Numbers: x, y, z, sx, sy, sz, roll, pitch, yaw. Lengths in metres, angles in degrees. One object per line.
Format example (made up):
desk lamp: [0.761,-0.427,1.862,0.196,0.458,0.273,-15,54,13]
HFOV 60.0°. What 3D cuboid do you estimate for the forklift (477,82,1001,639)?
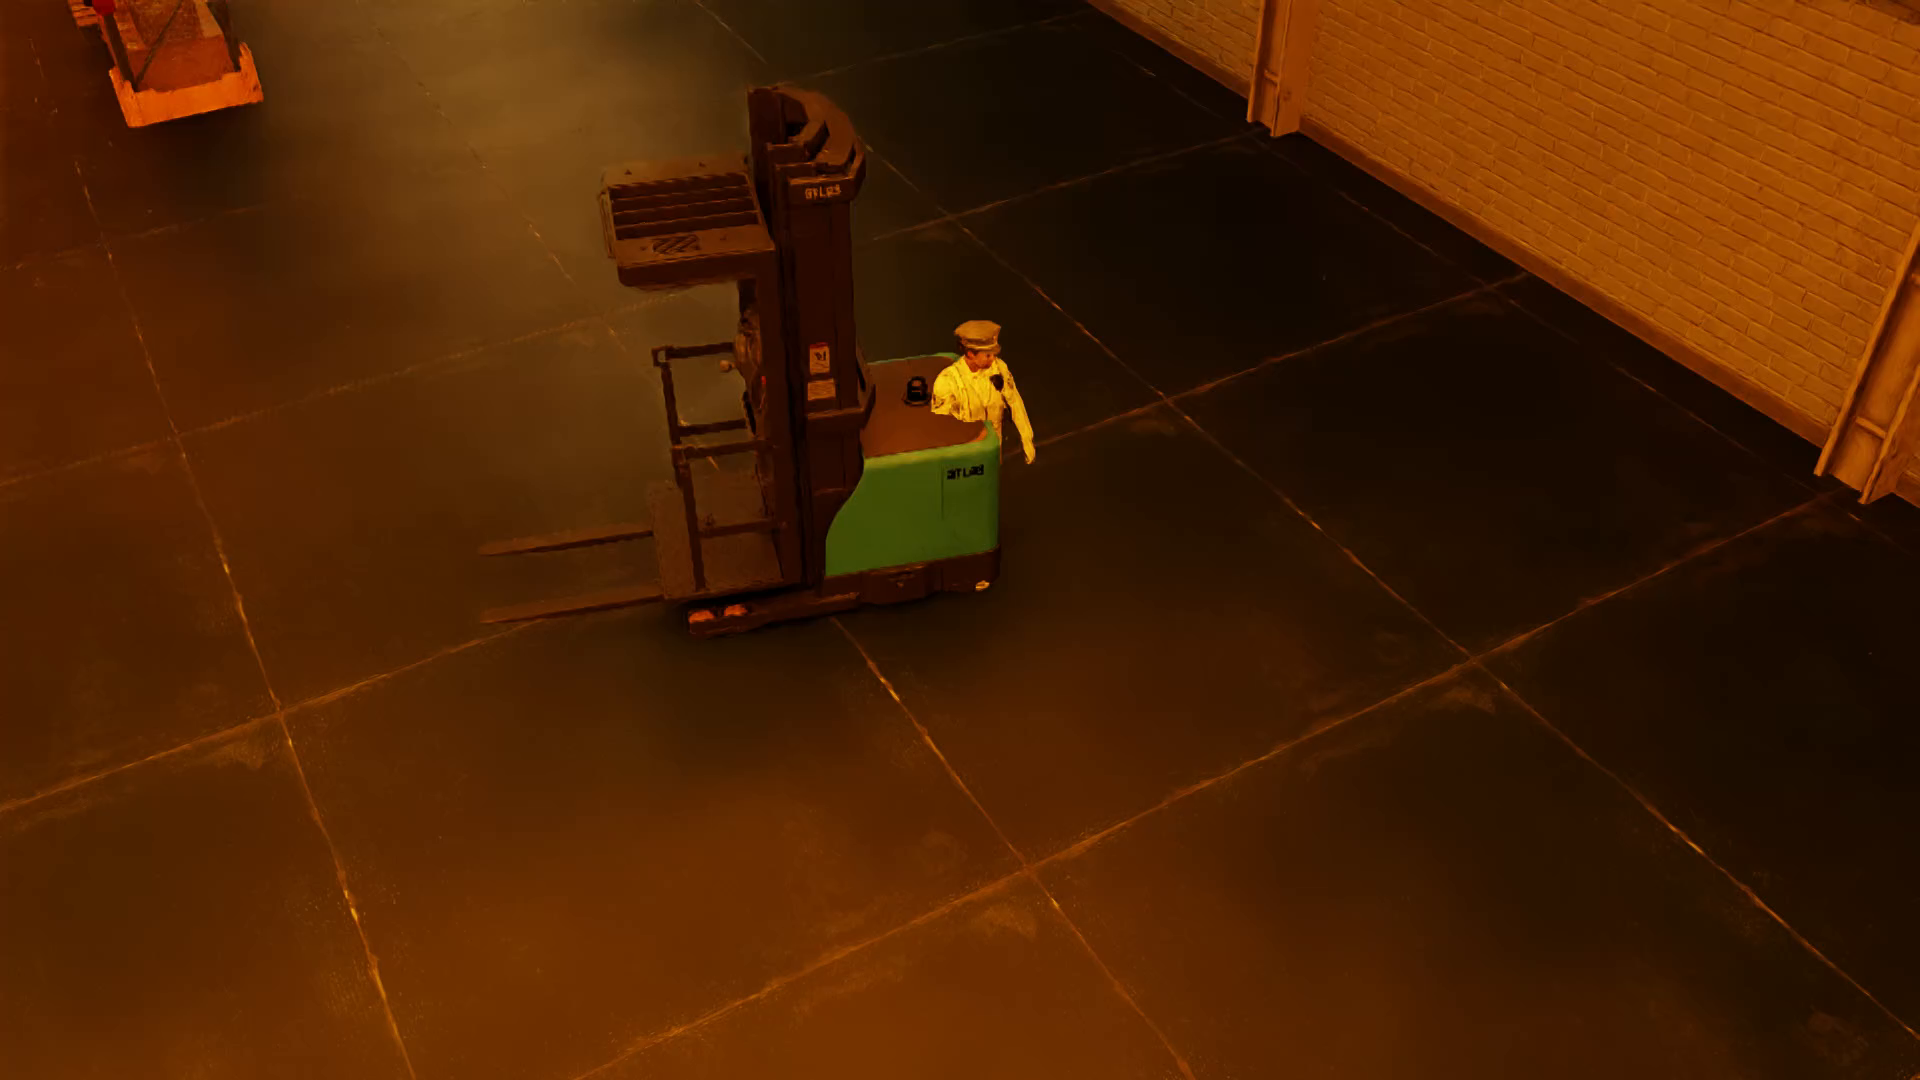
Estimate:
forklift: [-1.332,-0.929,9.157,3.031,2.935,1.130,-9,40,-11]

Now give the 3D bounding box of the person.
person: [0.116,-0.531,9.702,0.596,1.630,0.655,-23,45,-25]
